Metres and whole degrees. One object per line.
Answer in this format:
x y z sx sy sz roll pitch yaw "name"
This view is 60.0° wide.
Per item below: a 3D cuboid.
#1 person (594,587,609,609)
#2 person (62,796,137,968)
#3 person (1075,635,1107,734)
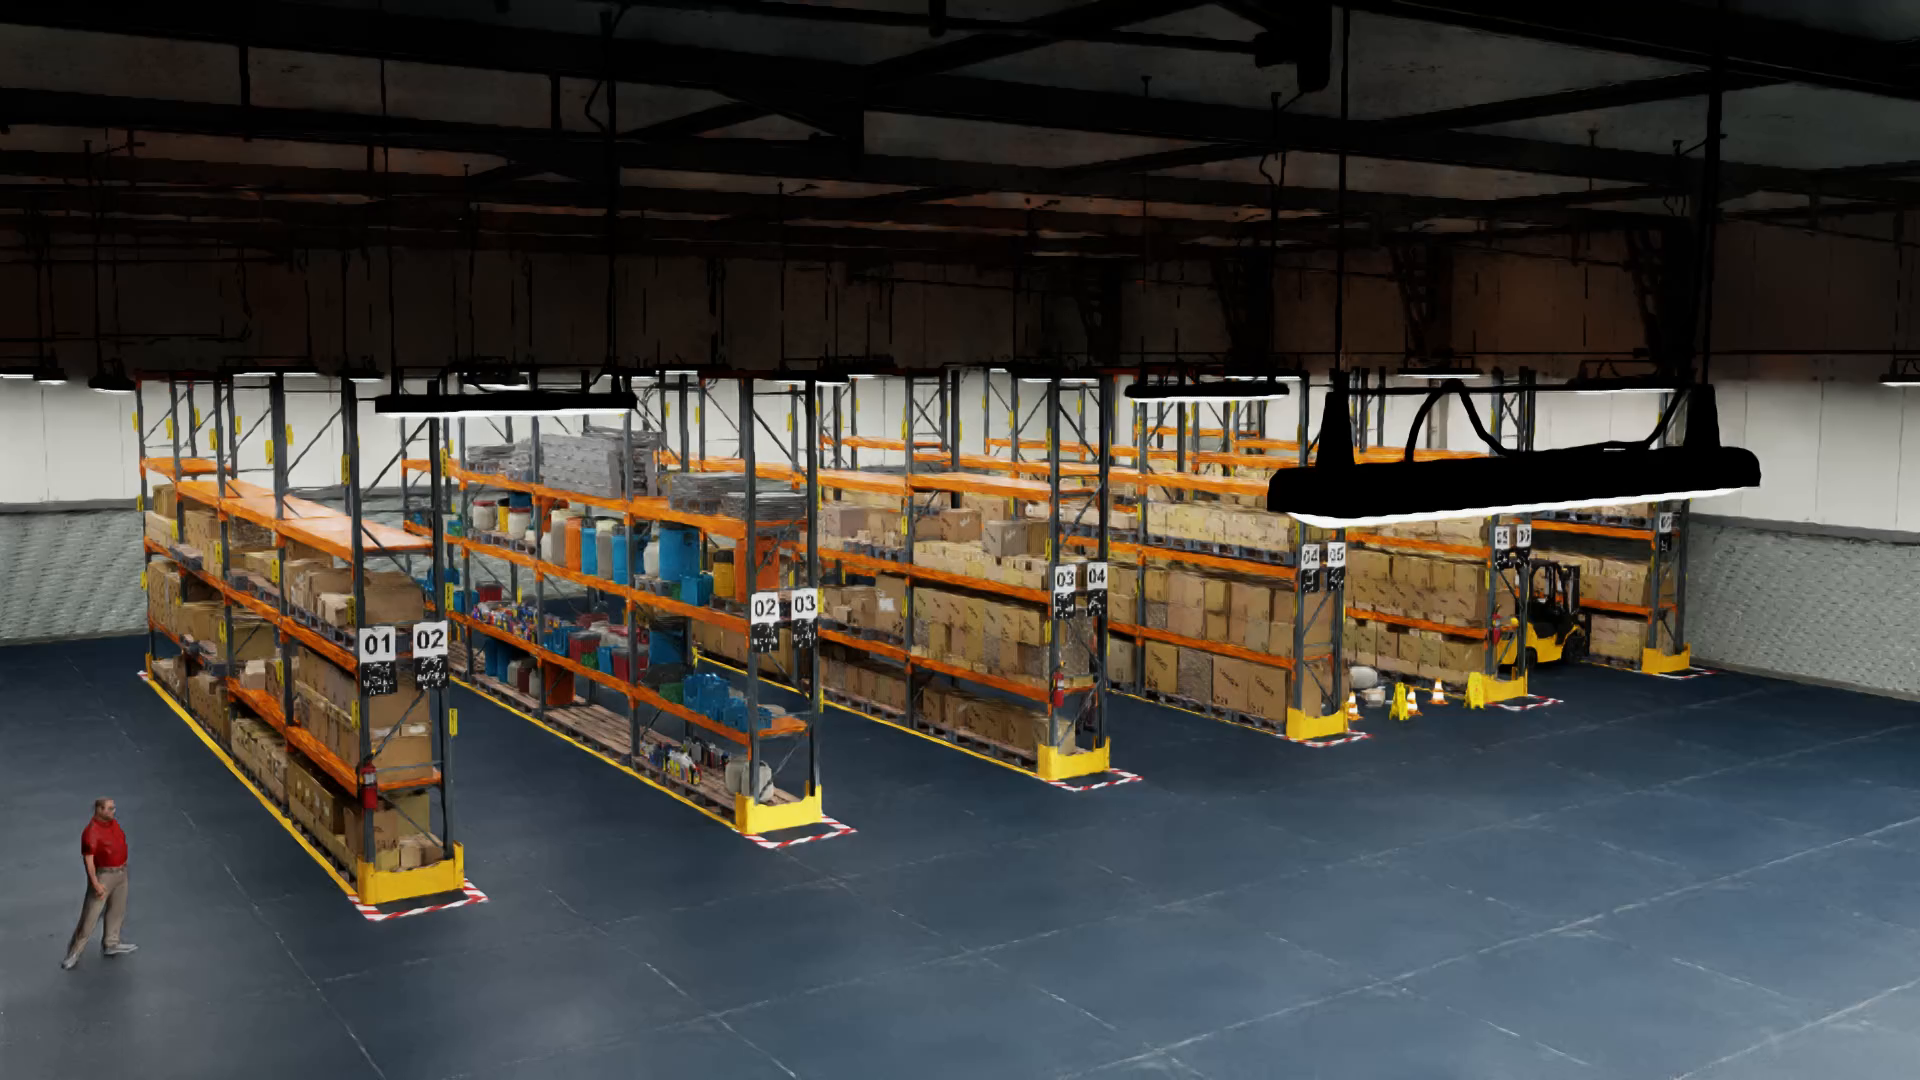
-8.976 0.906 41.280 0.462 1.531 0.866 -1 7 -12 "person"
-9.003 3.535 17.294 0.518 1.721 0.724 1 7 10 "person"
2.151 2.392 27.641 0.677 1.674 0.534 -5 8 -35 "person"
